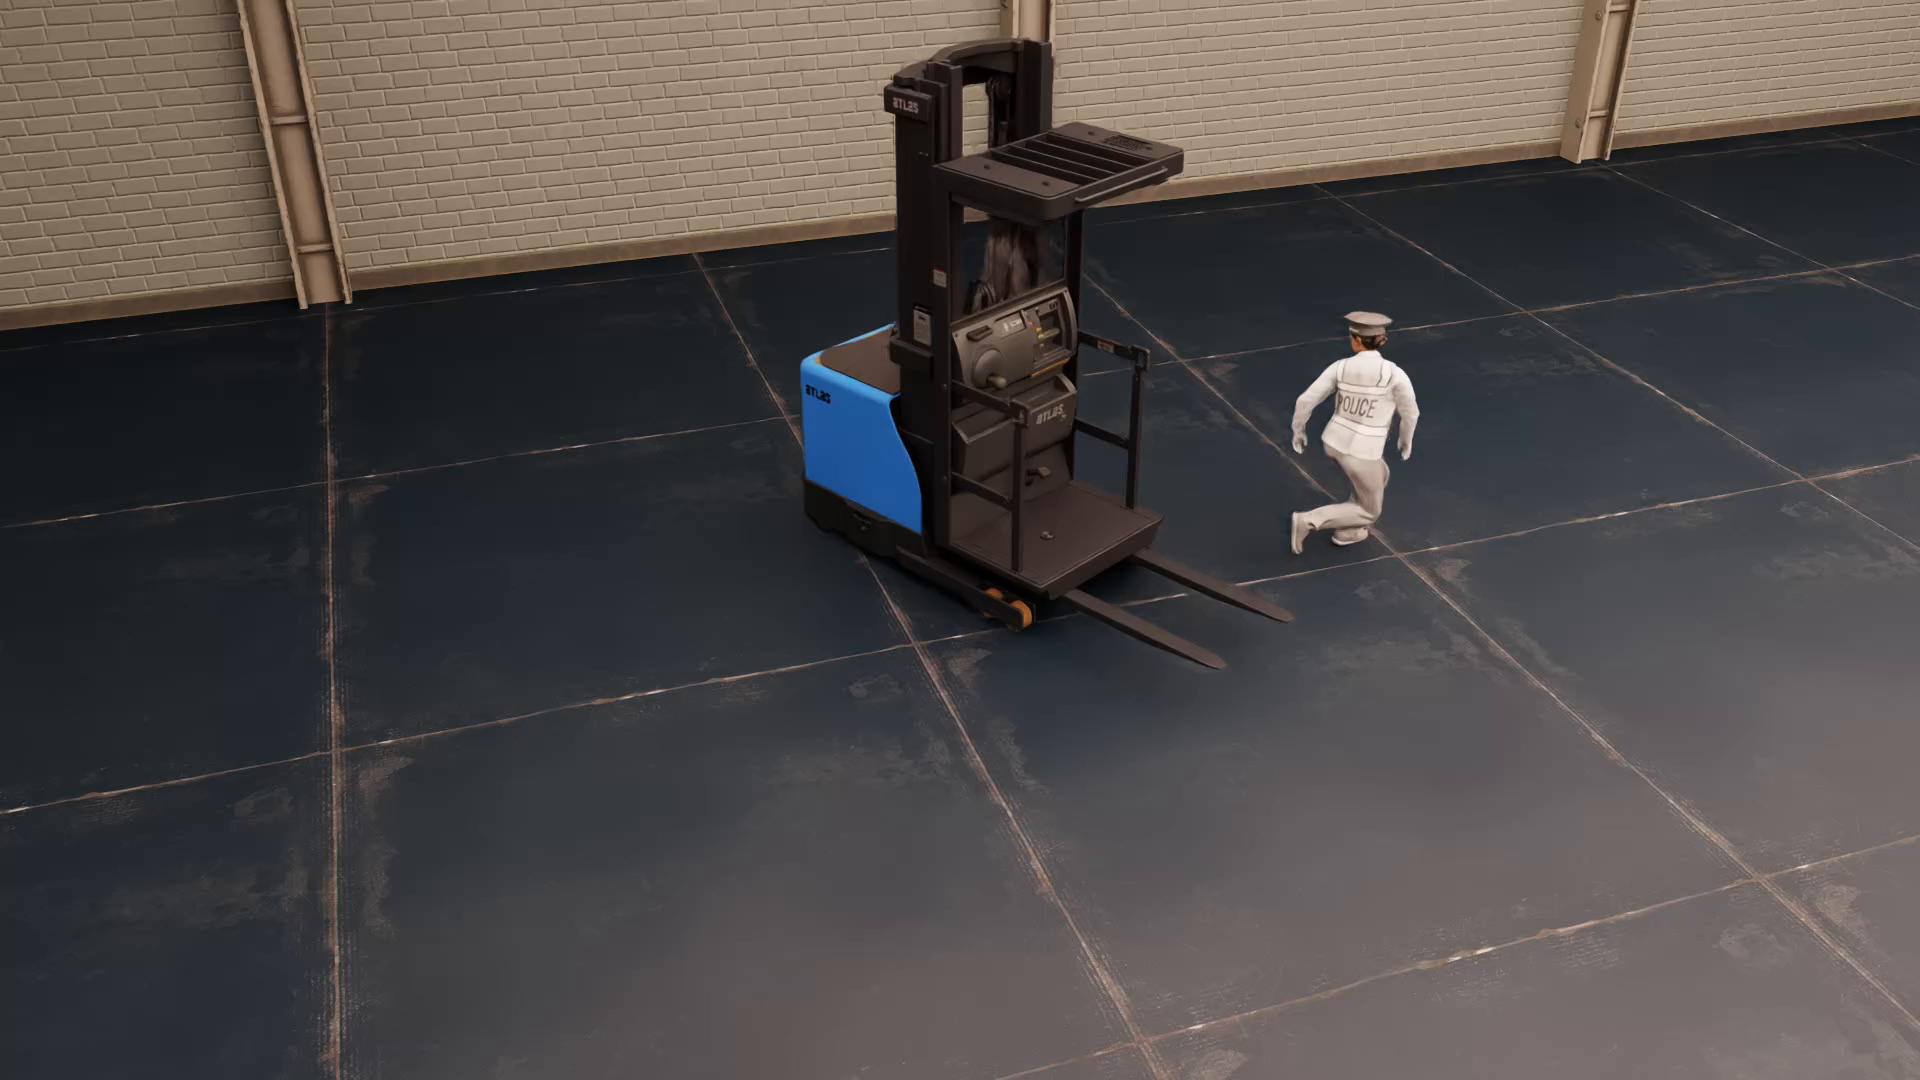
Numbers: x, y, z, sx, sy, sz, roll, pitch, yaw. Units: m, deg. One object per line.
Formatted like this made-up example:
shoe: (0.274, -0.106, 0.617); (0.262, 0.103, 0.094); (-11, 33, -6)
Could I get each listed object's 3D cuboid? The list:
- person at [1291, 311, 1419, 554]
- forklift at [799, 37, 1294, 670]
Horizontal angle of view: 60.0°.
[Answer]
person: (2.229, -0.596, 9.649); (0.756, 1.449, 0.583); (-17, 34, -28)
forklift: (0.457, -1.063, 8.935); (3.031, 2.935, 1.130); (25, 39, 37)
